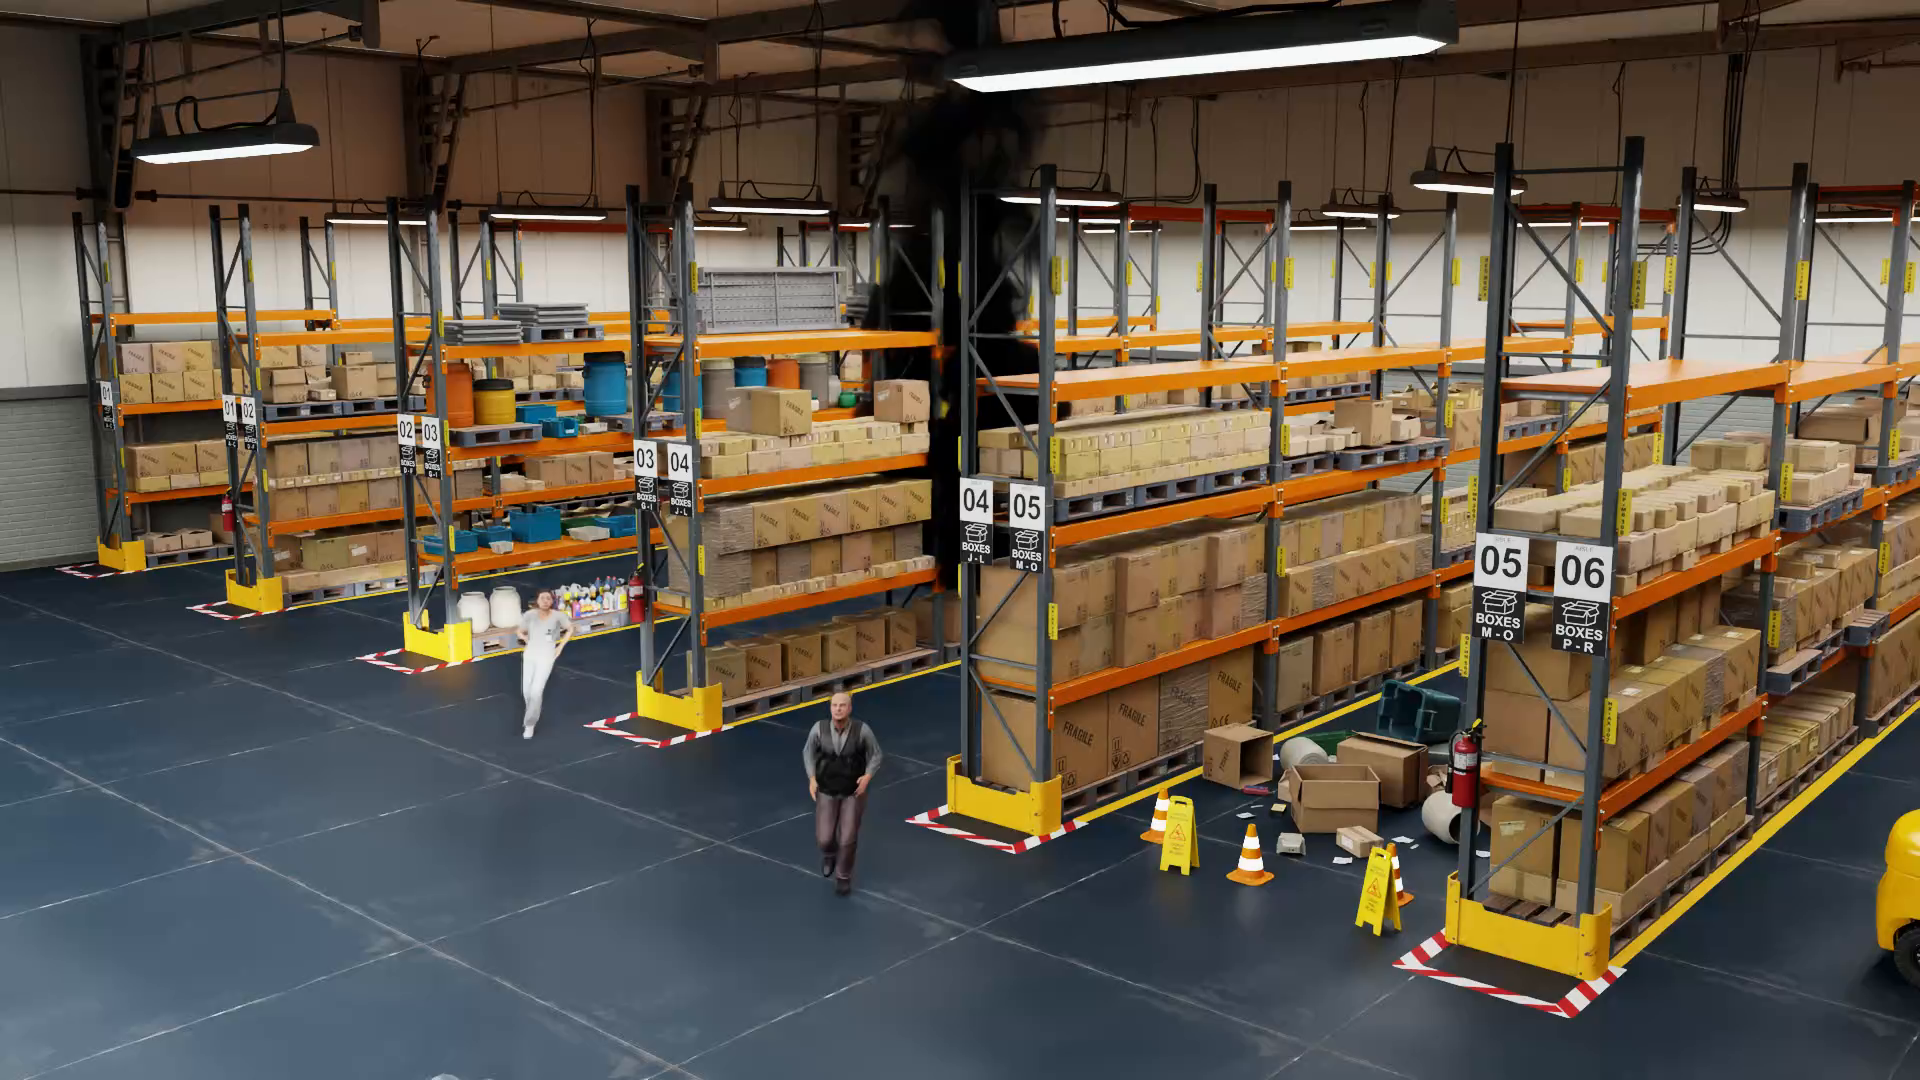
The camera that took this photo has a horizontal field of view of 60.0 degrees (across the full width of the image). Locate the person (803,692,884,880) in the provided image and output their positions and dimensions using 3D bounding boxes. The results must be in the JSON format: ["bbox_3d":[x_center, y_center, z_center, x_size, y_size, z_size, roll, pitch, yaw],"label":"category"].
[{"bbox_3d":[-0.968,2.053,13.706,0.676,1.627,0.534,0,9,1],"label":"person"}]

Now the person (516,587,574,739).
[{"bbox_3d":[-4.589,1.338,18.335,0.578,1.673,0.685,1,10,4],"label":"person"}]
